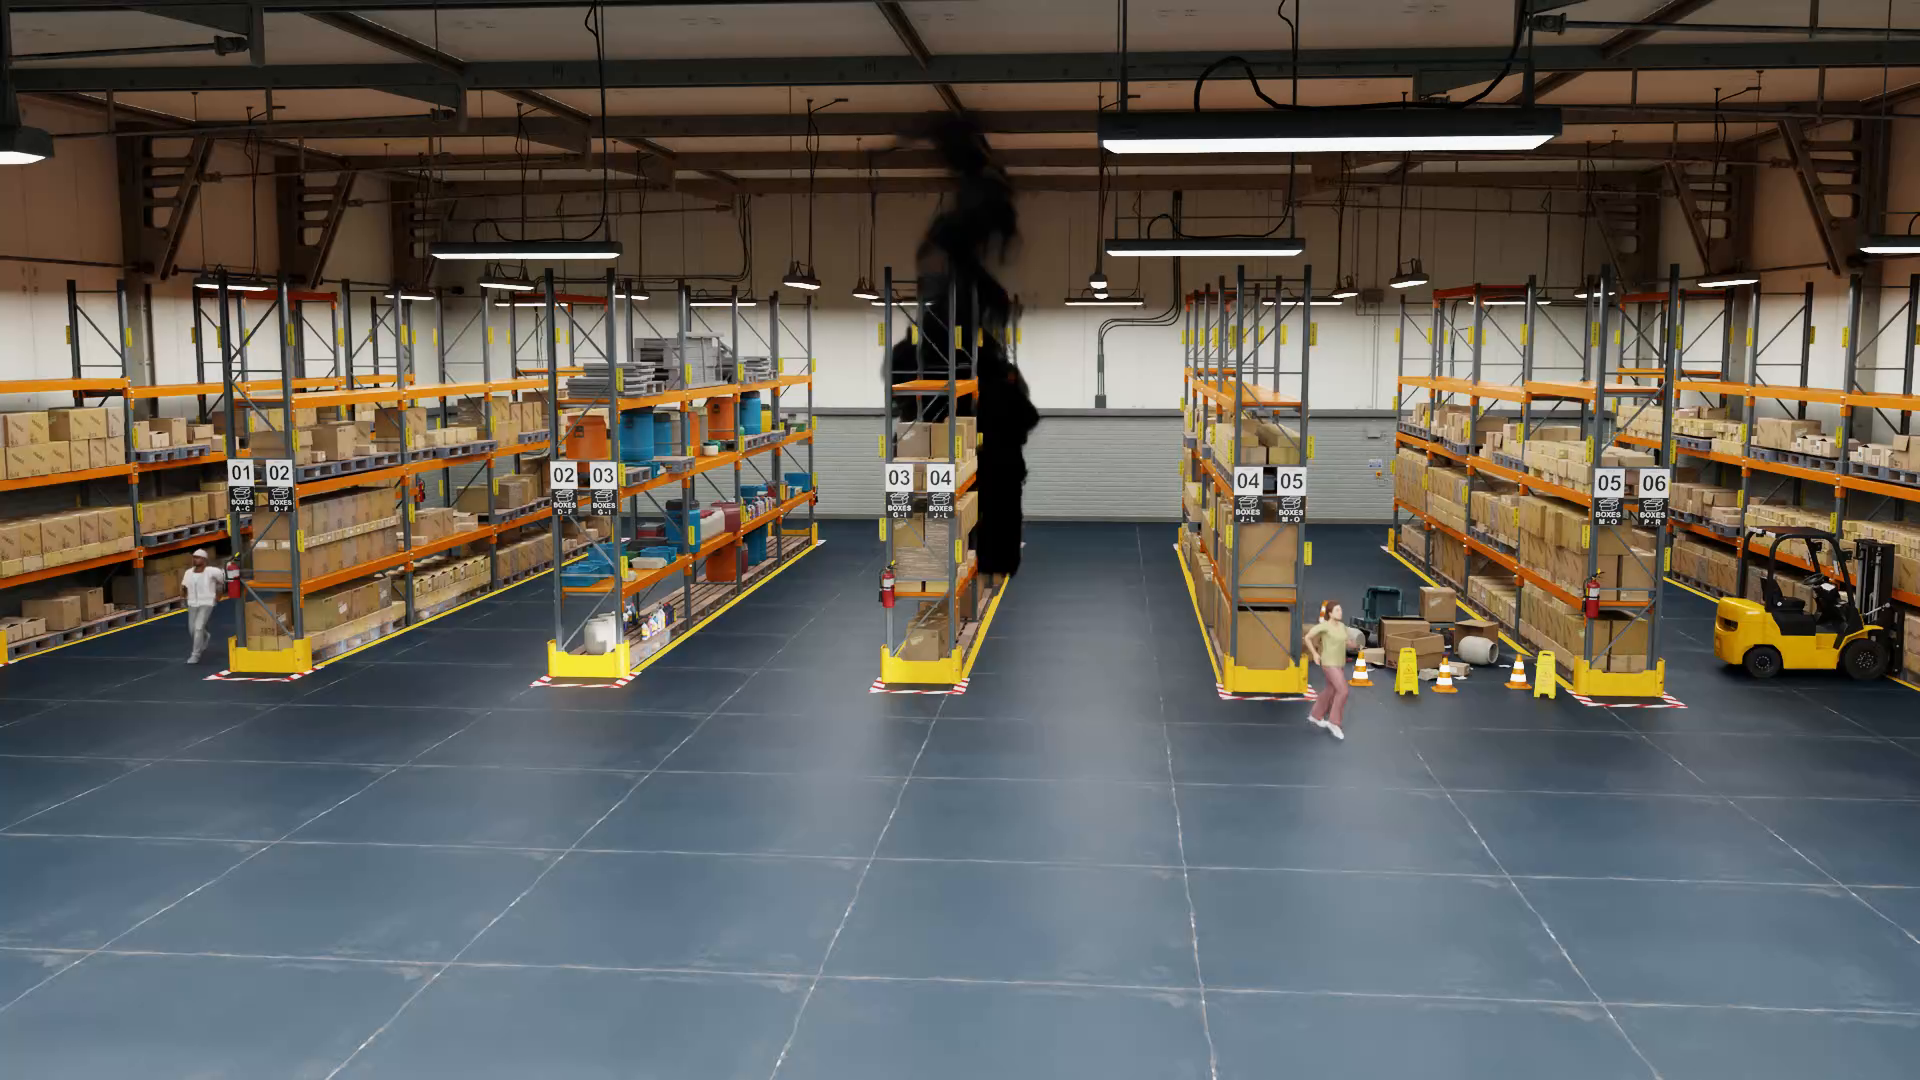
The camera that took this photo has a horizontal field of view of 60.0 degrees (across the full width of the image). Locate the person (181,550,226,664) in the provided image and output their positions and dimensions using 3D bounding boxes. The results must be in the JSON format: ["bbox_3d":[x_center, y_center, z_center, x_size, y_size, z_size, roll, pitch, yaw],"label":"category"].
[{"bbox_3d":[-11.811,1.018,25.834,0.715,1.712,0.931,1,7,6],"label":"person"}]

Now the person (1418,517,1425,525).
[{"bbox_3d":[11.353,-0.757,40.309,0.701,1.782,0.822,-5,9,-36],"label":"person"}]

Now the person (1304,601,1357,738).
[{"bbox_3d":[4.709,1.625,21.056,0.547,1.721,0.723,-7,10,-43],"label":"person"}]
